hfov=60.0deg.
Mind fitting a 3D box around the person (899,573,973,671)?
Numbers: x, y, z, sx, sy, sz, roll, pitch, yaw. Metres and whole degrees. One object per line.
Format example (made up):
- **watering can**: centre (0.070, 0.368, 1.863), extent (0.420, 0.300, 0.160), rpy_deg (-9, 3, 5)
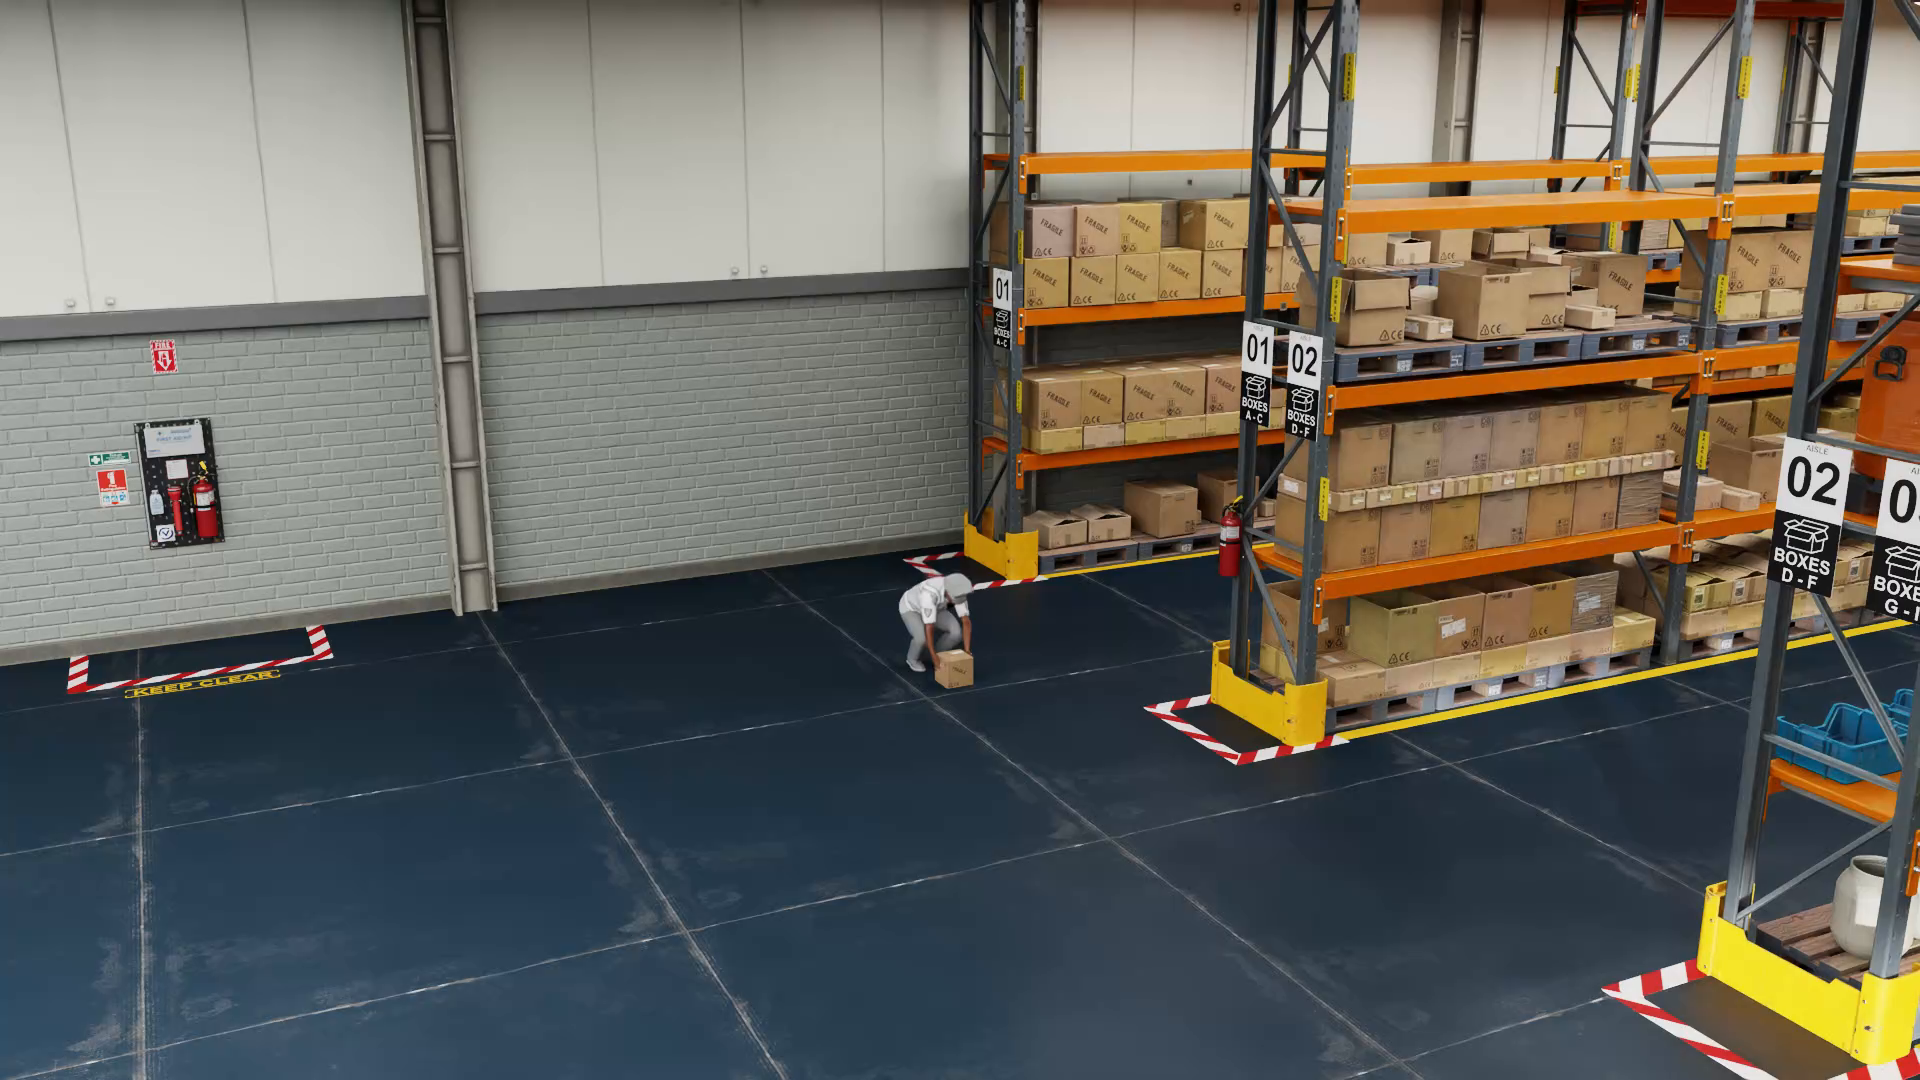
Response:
- **person**: centre (-0.200, 0.695, 14.595), extent (0.484, 0.947, 0.861), rpy_deg (-7, 17, -25)
